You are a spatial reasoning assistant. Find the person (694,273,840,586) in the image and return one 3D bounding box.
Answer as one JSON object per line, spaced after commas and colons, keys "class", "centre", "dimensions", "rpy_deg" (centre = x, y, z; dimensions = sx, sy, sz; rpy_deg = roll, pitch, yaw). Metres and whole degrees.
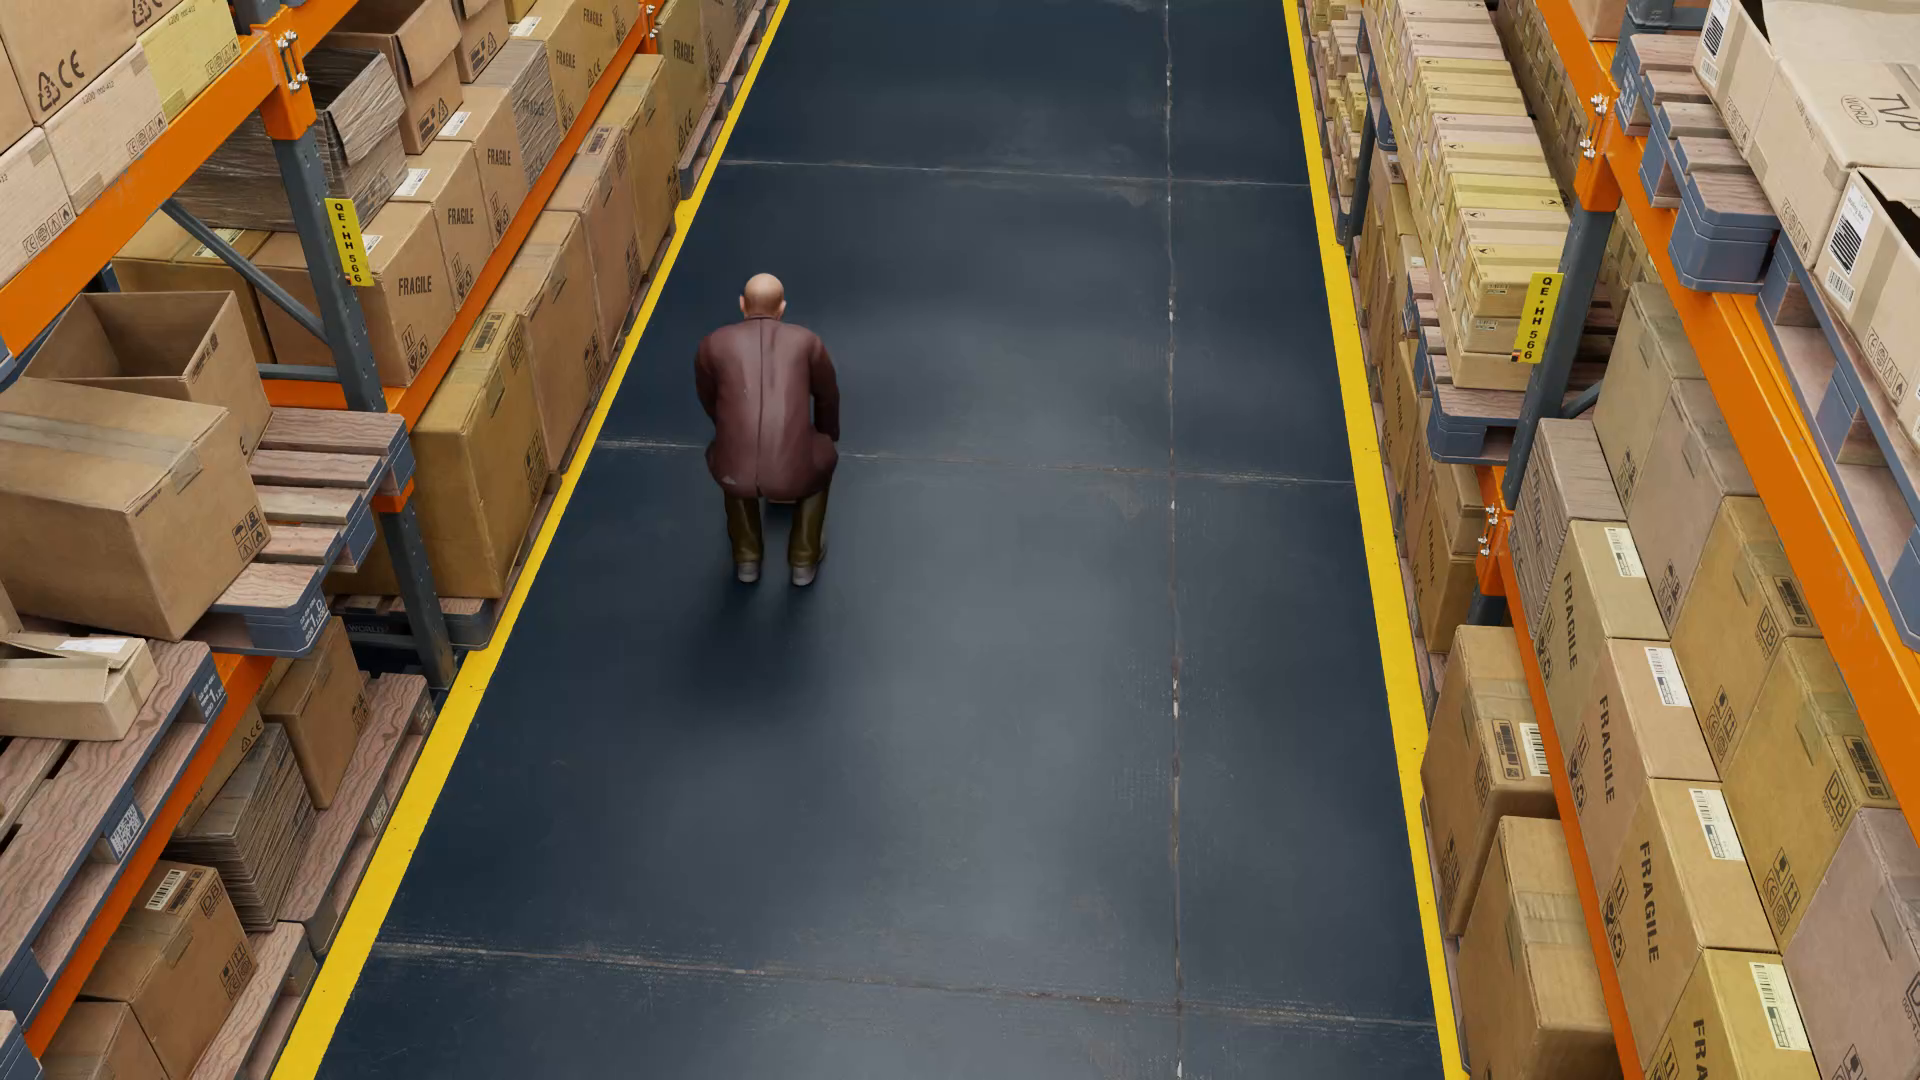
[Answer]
{"class": "person", "centre": [-0.831, -0.431, 7.124], "dimensions": [0.630, 1.226, 0.804], "rpy_deg": [3, 40, 4]}
